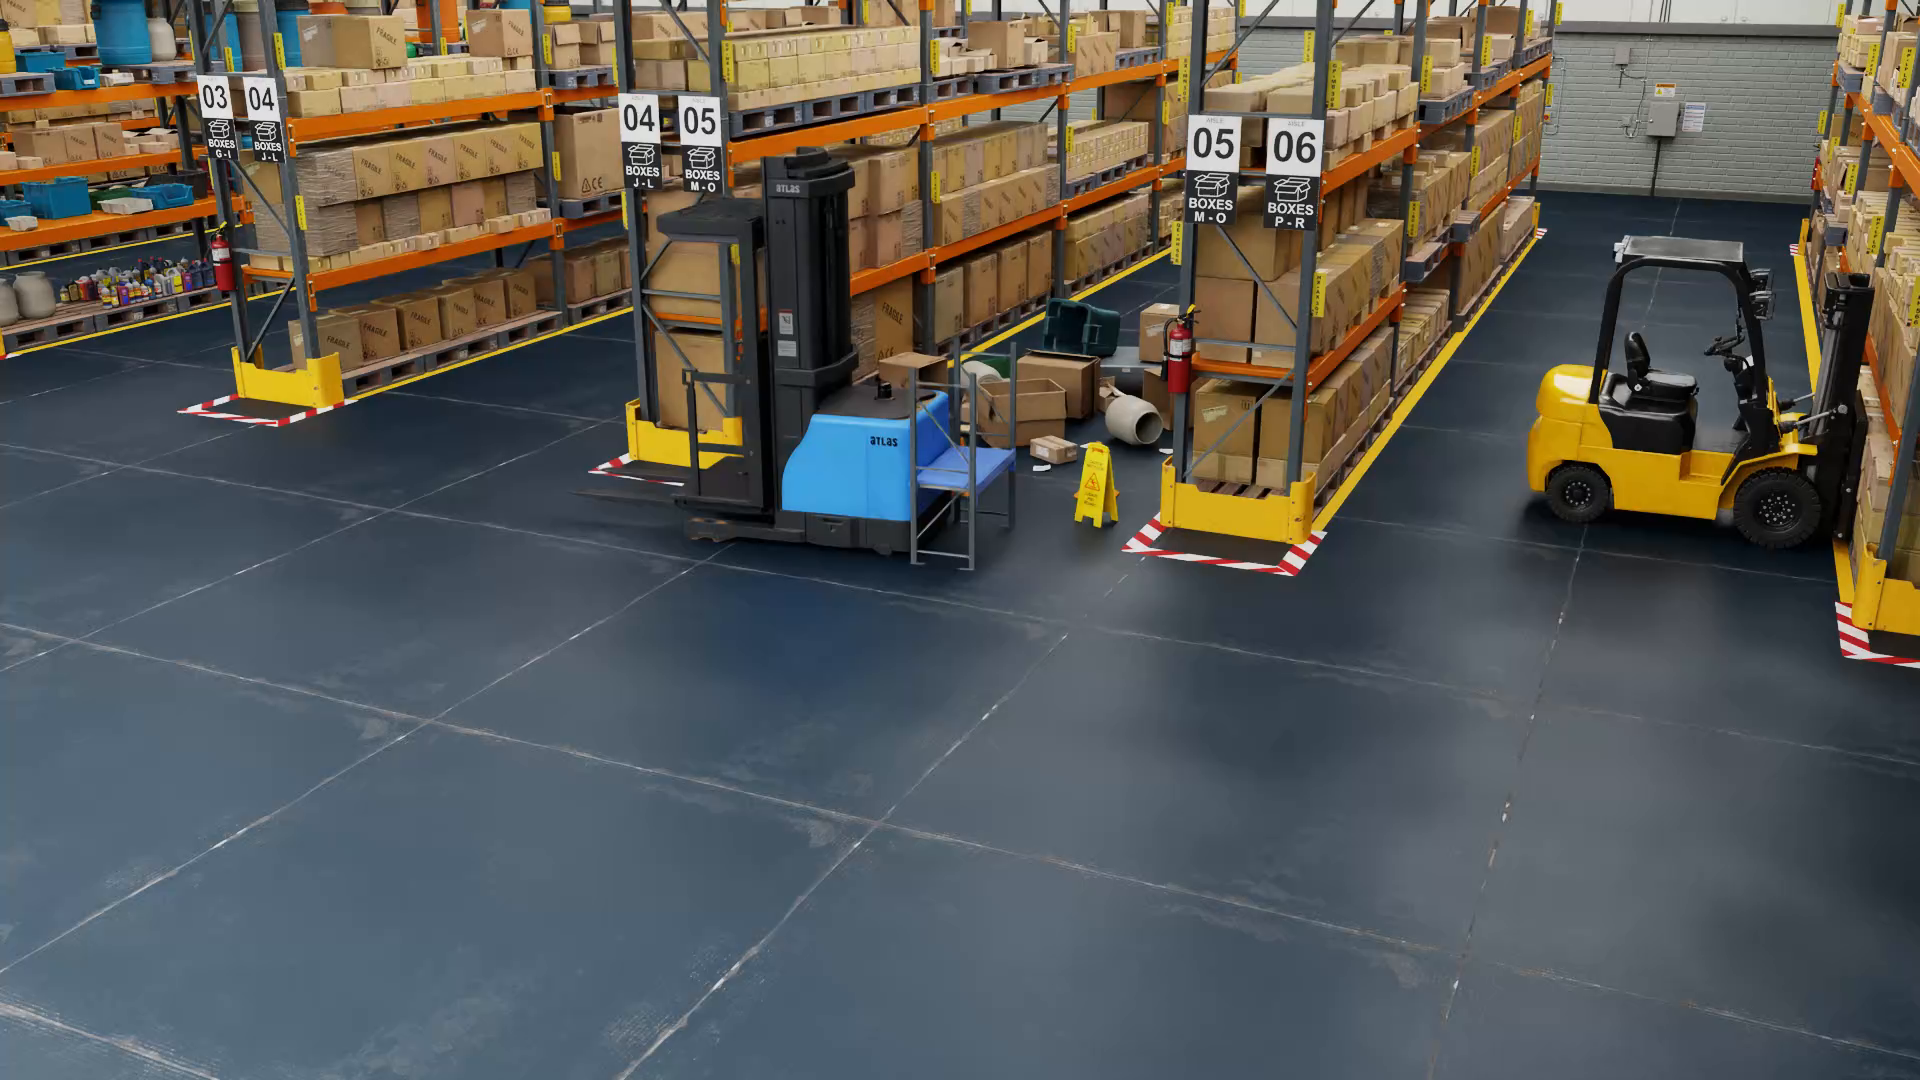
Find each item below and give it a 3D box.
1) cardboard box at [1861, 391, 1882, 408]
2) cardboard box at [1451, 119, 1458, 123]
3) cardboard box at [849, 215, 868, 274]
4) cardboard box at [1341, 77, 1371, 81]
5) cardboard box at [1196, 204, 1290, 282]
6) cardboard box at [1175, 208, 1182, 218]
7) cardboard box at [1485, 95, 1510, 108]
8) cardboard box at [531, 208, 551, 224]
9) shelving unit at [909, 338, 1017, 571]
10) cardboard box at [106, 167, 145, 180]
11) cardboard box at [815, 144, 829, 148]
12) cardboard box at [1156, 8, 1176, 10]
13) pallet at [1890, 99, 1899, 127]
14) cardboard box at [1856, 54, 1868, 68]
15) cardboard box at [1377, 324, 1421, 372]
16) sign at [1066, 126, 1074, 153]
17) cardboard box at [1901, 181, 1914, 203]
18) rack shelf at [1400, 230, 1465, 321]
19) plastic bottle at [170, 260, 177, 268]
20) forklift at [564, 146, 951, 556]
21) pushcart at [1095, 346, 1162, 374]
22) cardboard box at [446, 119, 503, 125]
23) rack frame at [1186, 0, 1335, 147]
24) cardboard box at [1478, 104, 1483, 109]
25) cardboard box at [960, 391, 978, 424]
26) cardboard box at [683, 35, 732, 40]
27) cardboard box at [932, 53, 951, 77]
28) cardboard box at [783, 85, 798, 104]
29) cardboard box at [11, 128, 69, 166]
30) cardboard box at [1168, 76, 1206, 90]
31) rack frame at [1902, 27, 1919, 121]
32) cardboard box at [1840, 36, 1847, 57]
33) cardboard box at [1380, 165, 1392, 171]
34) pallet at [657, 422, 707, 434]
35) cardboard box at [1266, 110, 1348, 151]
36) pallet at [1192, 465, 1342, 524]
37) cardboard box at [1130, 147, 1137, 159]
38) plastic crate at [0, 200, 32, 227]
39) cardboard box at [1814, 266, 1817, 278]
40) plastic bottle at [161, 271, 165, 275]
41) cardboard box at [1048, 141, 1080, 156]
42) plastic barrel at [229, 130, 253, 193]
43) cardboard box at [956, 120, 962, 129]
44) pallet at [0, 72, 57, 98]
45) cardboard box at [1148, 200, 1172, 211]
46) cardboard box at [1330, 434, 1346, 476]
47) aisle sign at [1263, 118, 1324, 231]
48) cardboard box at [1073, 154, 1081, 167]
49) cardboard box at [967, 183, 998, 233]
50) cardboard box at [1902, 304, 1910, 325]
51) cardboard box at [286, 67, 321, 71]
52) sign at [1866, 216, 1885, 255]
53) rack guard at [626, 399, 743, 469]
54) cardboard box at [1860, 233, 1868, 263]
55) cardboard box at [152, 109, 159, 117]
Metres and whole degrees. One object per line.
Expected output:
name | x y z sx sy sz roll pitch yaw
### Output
cardboard box | 7.426 -0.983 13.241 0.500 0.250 0.500 9 22 25
cardboard box | 6.029 -5.101 21.193 0.500 0.500 0.500 8 21 22
cardboard box | -1.439 -2.987 16.669 0.875 0.550 0.550 9 21 23
cardboard box | 3.137 -3.692 13.583 0.380 0.149 0.250 9 21 24
cardboard box | 2.164 -2.325 12.944 0.700 0.500 0.500 8 21 21
cardboard box | 3.287 -5.191 26.272 0.380 0.149 0.250 10 22 25
cardboard box | 7.434 -6.033 22.848 0.380 0.149 0.250 8 21 22
cardboard box | -5.069 -3.838 19.660 0.380 0.149 0.250 9 21 23
shelving unit | 0.036 -0.667 12.607 0.538 1.500 1.048 6 21 17
cardboard box | -16.039 -7.244 31.442 0.750 0.750 0.750 9 22 24
cardboard box | -2.332 -6.064 25.394 0.500 0.500 0.500 8 21 22
cardboard box | 3.206 -8.334 26.334 0.380 0.149 0.250 9 22 24
pallet | 9.308 -4.008 15.568 1.003 0.211 1.213 10 22 25
cardboard box | 10.507 -5.498 19.075 0.380 0.149 0.250 9 22 24
cardboard box | 4.296 -2.044 17.534 0.950 0.372 0.625 10 22 26
sign | 1.380 -5.044 20.949 0.100 0.325 0.005 9 21 23
cardboard box | 10.313 -3.627 17.914 0.500 0.500 0.500 10 22 25
rack shelf | 4.611 -2.975 17.932 1.077 0.370 4.000 9 21 23
plastic bottle | -10.308 -3.516 21.775 0.061 0.283 0.133 9 21 23
forklift | -1.646 -1.526 12.886 3.031 2.935 1.130 6 20 15
pushcart | 1.691 -1.765 17.369 1.648 0.377 0.936 1 20 4
cardboard box | -5.665 -4.618 19.393 0.500 0.500 0.500 9 21 23
rack frame | 2.154 -4.307 11.649 1.000 3.000 0.127 9 21 23
cardboard box | 7.009 -5.849 23.297 0.500 0.500 0.500 8 21 22
cardboard box | 0.211 -1.285 16.186 0.396 0.266 0.258 13 23 32
cardboard box | -2.262 -4.428 14.874 0.380 0.149 0.250 9 21 24
cardboard box | -0.290 -5.097 17.771 0.258 0.266 0.396 8 21 22
cardboard box | -1.660 -3.961 14.753 0.380 0.149 0.250 9 21 23
cardboard box | -13.740 -5.864 24.831 0.500 0.500 0.500 10 22 27
cardboard box | 3.562 -7.027 26.165 0.500 0.500 0.500 8 21 21
rack frame | 8.322 -4.850 13.176 1.000 3.000 0.127 9 21 23
cardboard box | 12.395 -6.763 22.813 0.500 0.250 0.500 8 21 21
cardboard box | 4.404 -3.730 17.760 0.500 0.500 0.500 8 21 21
pallet | -2.147 -1.070 15.662 1.003 0.211 1.213 9 21 23
cardboard box | 2.603 -3.080 12.457 0.500 0.250 0.500 8 21 22
pallet | 2.550 -0.433 13.872 1.003 0.211 1.213 9 21 23
cardboard box | 2.319 -5.572 23.909 0.380 0.149 0.250 8 21 23
plastic crate | -11.203 -3.841 19.515 0.499 0.251 0.408 9 21 23
cardboard box | 11.558 -3.534 22.057 0.380 0.149 0.250 8 21 21
plastic bottle | -10.083 -3.282 21.119 0.061 0.283 0.133 9 21 23
cardboard box | 1.346 -5.131 21.781 0.380 0.149 0.250 8 21 21
plastic barrel | -9.333 -5.055 21.958 0.600 0.901 0.708 9 21 23
cardboard box | -0.180 -7.459 29.840 0.380 0.149 0.250 9 21 24
pallet | -10.978 -5.083 18.591 1.003 0.211 1.213 9 21 23
cardboard box | 3.066 -5.169 25.766 0.380 0.149 0.250 8 21 22
cardboard box | 2.953 -0.746 14.067 0.500 0.250 0.500 9 22 25
aisle sign | 2.411 -2.644 12.046 0.394 0.787 0.004 9 21 23
cardboard box | 1.363 -4.997 21.848 0.380 0.149 0.250 10 22 25
cardboard box | 0.109 -3.829 19.110 0.500 0.500 0.500 8 21 22
cardboard box | 6.988 -1.613 11.910 0.380 0.149 0.250 8 21 21
cardboard box | -6.751 -4.740 16.974 0.380 0.149 0.250 9 21 23
sign | 7.823 -2.603 14.201 0.100 0.325 0.005 9 21 23
rack guard | -2.413 -0.943 14.876 1.175 0.500 0.348 9 21 23
cardboard box | 8.709 -2.687 15.525 0.500 0.250 0.500 9 21 24
cardboard box | -15.492 -8.216 31.939 0.380 0.149 0.250 9 21 24
